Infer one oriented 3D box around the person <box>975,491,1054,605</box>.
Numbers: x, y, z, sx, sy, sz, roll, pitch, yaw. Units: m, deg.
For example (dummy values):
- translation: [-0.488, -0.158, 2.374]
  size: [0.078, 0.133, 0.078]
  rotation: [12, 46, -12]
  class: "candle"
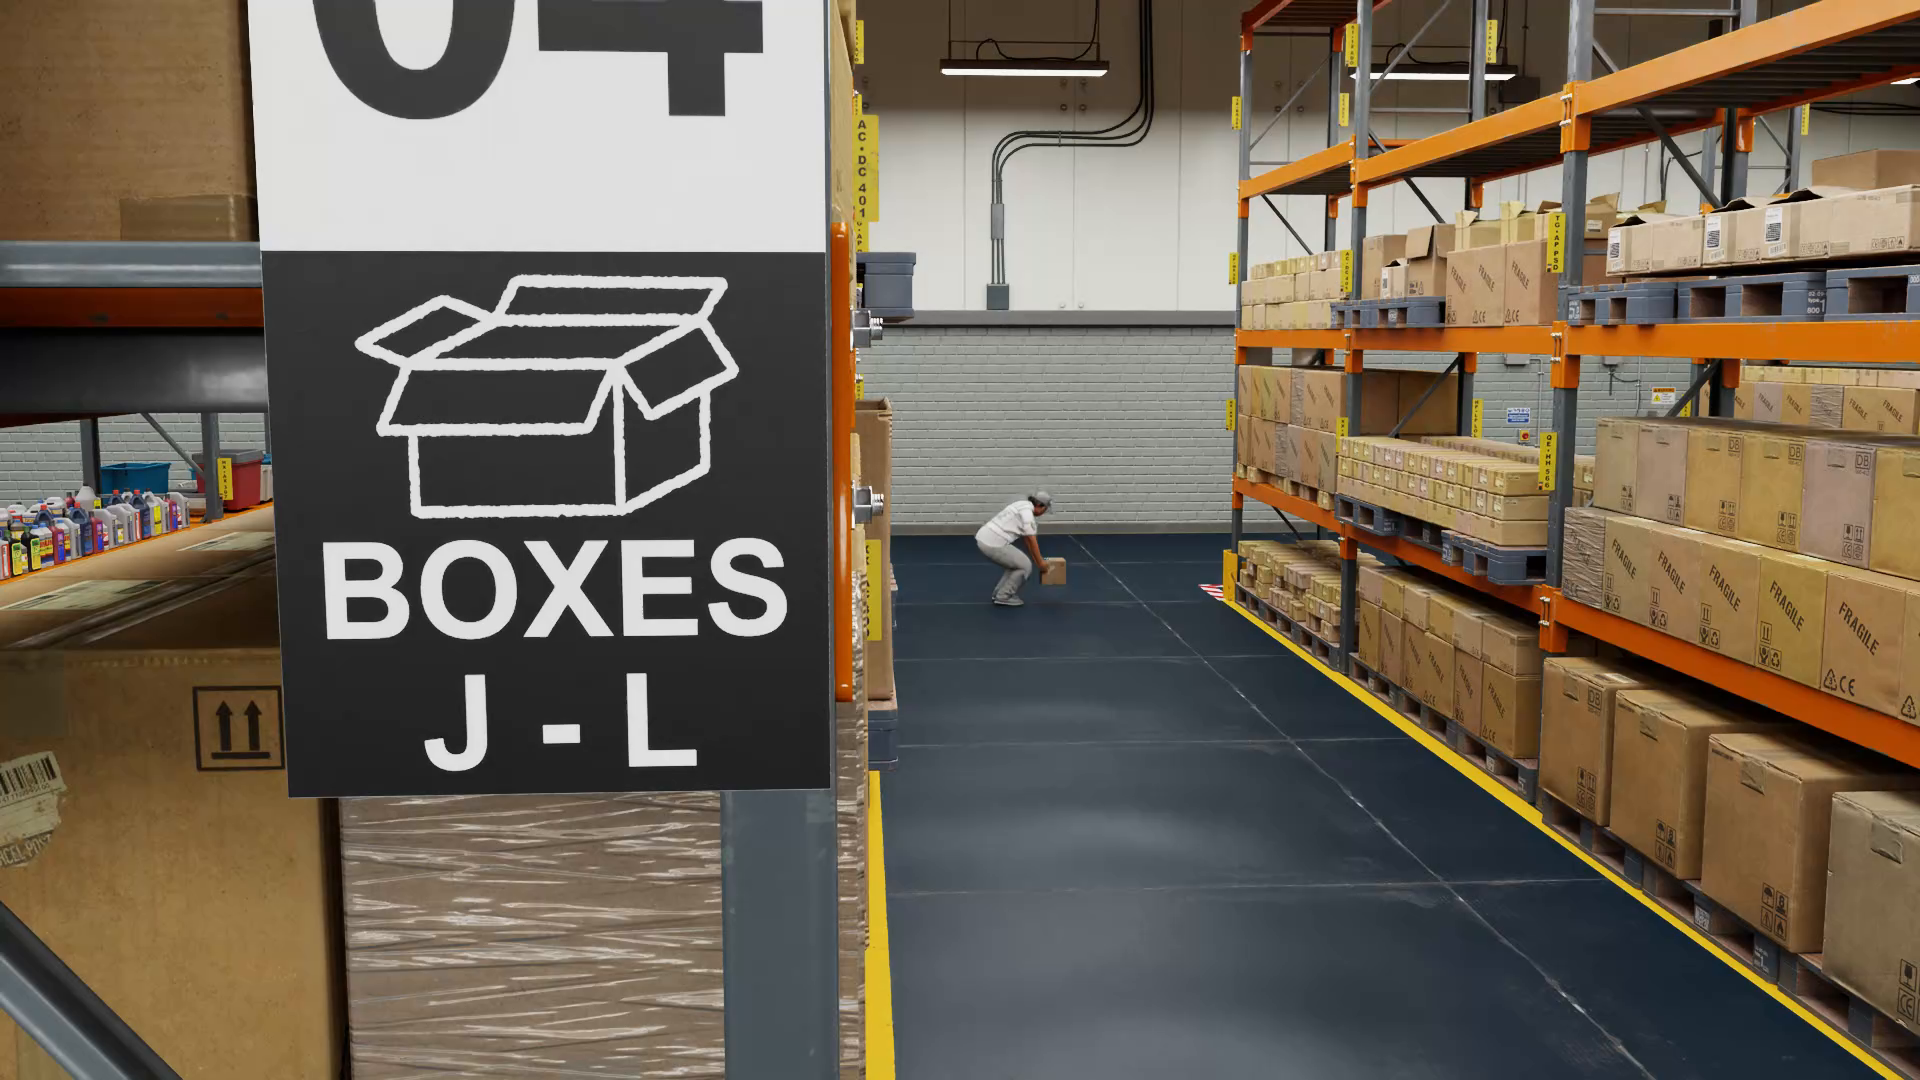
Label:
- translation: [0.567, 0.078, 17.222]
  size: [0.817, 1.158, 0.540]
  rotation: [0, 7, -4]
  class: "person"
